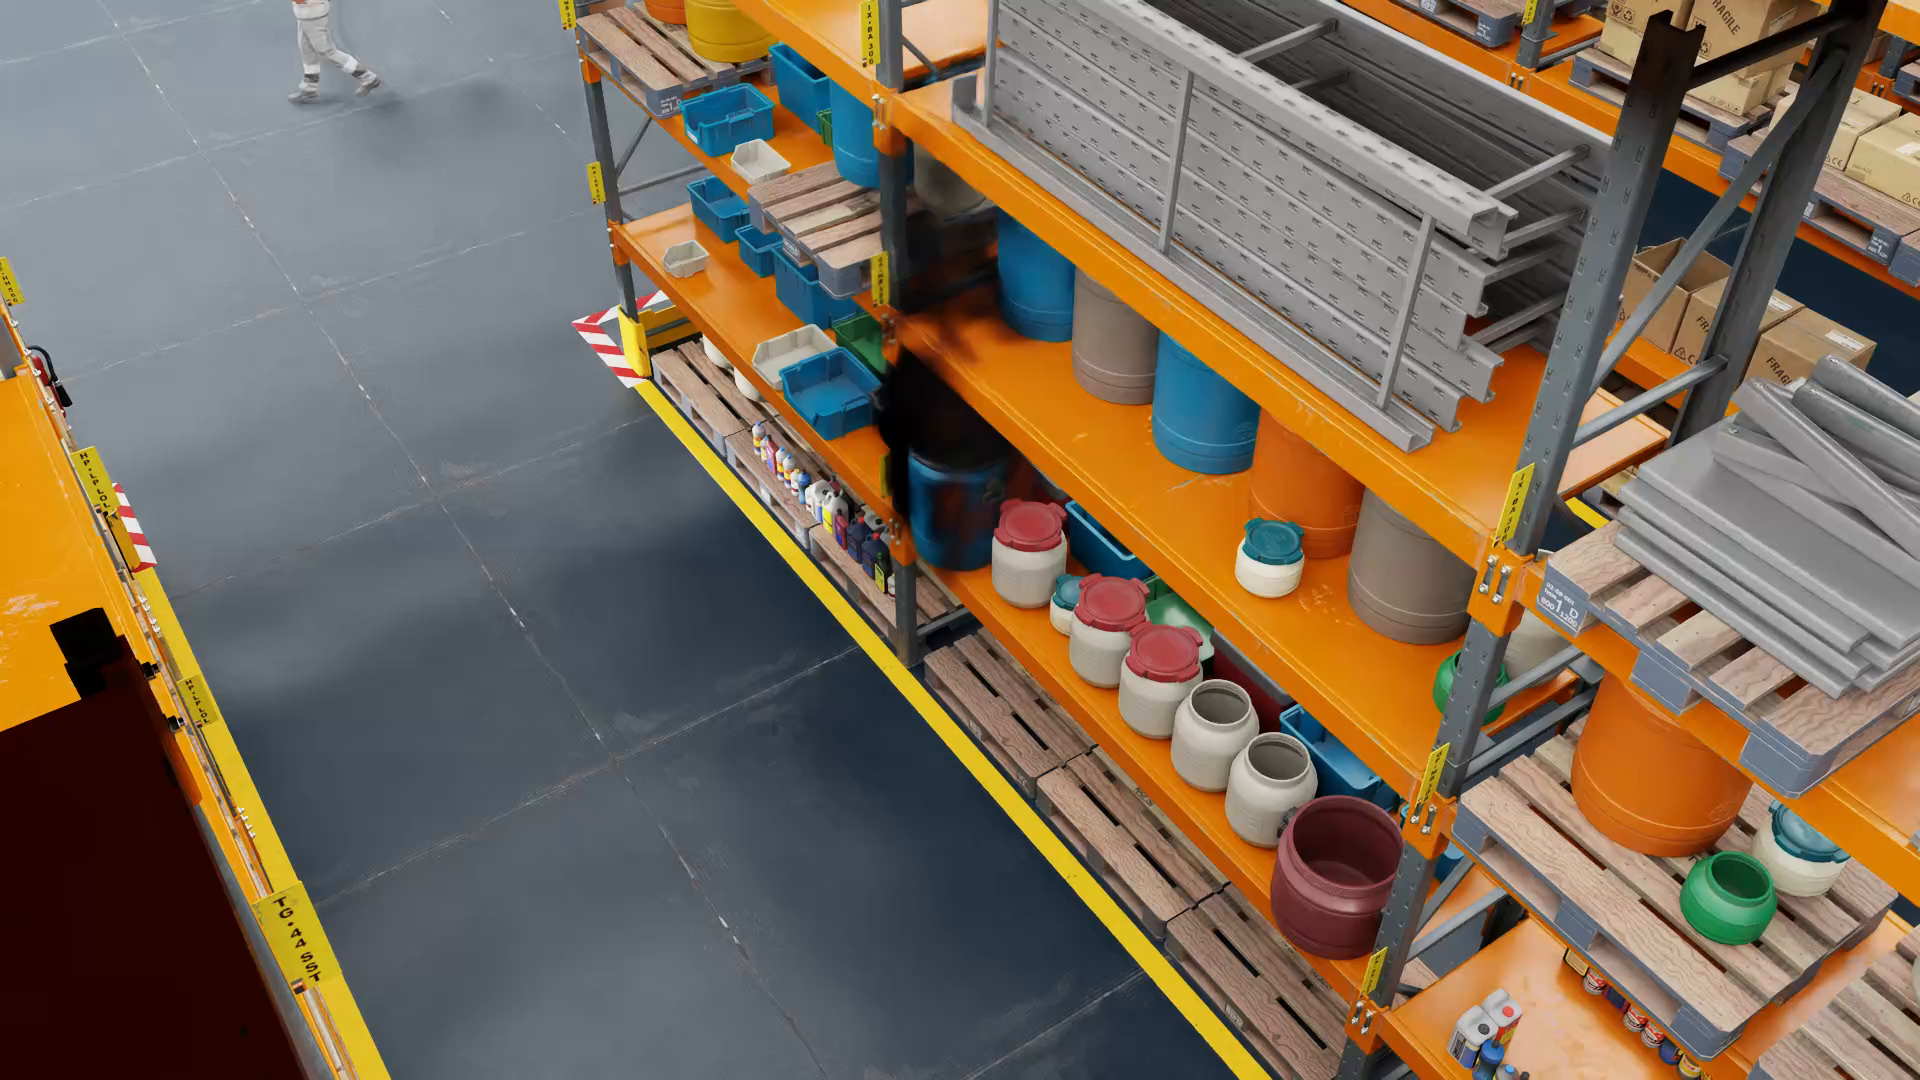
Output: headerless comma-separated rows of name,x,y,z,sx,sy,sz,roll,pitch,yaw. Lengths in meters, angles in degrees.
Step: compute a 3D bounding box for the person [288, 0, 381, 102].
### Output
person,-6.162,-5.014,15.835,0.948,1.783,0.656,-6,43,-6
